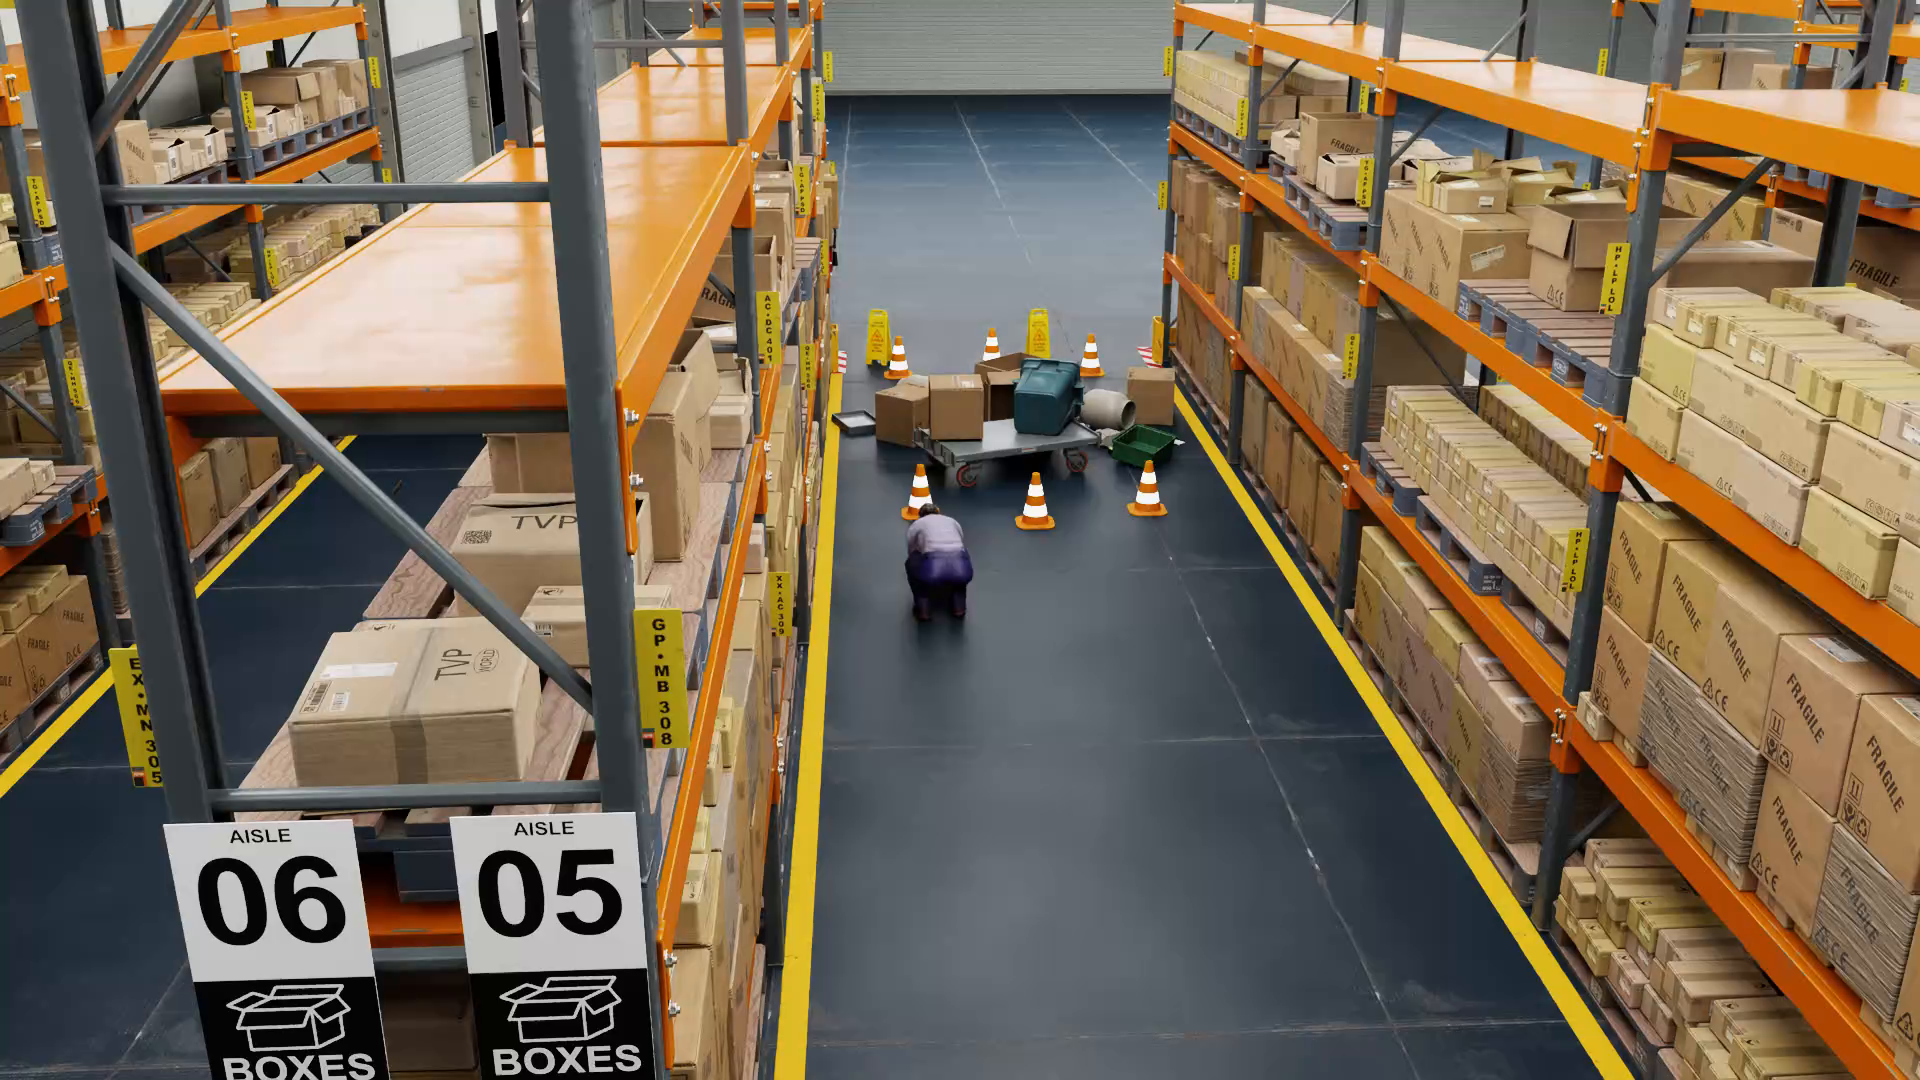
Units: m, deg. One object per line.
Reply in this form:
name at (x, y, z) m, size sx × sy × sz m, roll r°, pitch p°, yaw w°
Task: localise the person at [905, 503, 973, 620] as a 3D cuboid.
person at (-0.165, 0.188, 12.758) m, size 0.507 × 0.786 × 0.864 m, roll -2°, pitch 21°, yaw -6°
